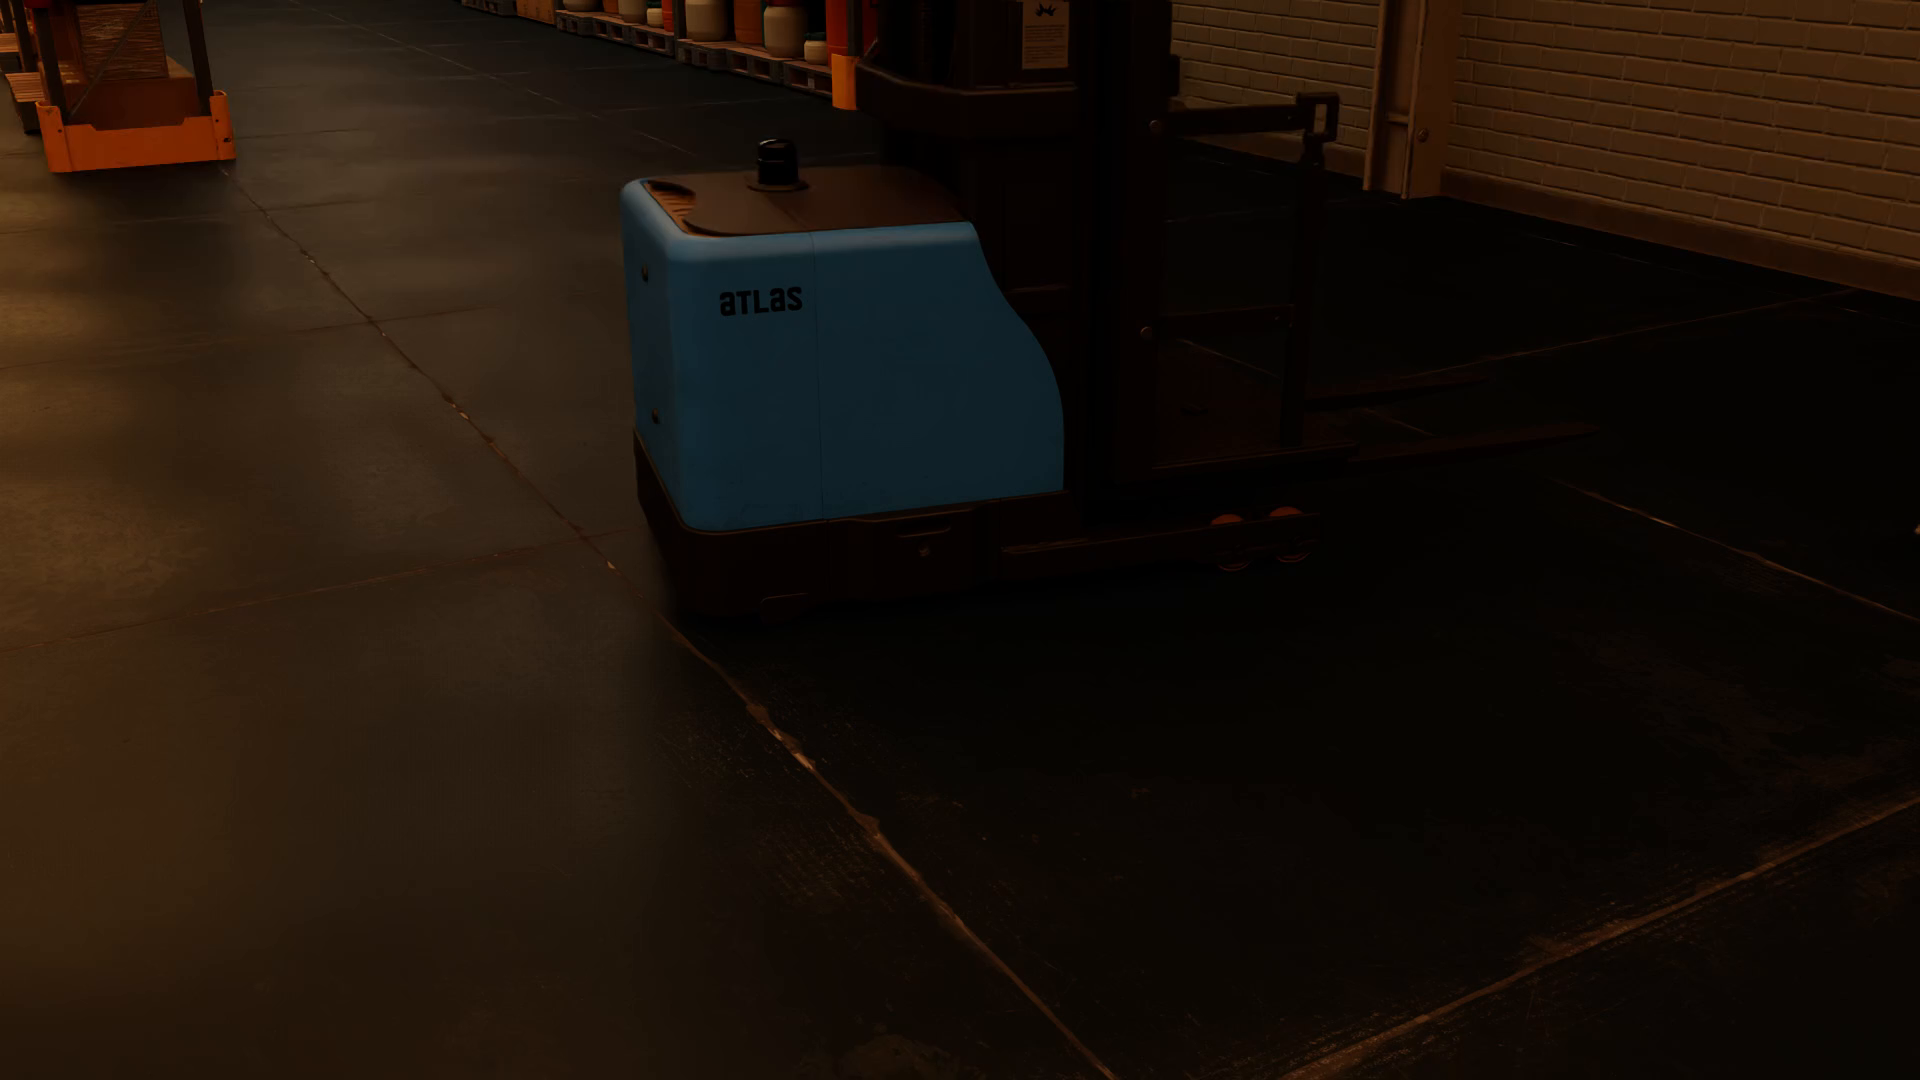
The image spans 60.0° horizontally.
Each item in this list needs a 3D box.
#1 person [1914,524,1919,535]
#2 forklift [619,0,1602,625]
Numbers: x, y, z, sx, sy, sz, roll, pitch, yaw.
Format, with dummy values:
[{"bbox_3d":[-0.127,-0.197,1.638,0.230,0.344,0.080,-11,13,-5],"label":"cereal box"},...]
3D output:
[{"bbox_3d":[3.365,-0.548,4.424,0.912,1.627,0.999,-1,22,-2],"label":"person"},{"bbox_3d":[0.555,-1.445,4.795,3.031,2.935,1.130,-7,23,-17],"label":"forklift"}]
